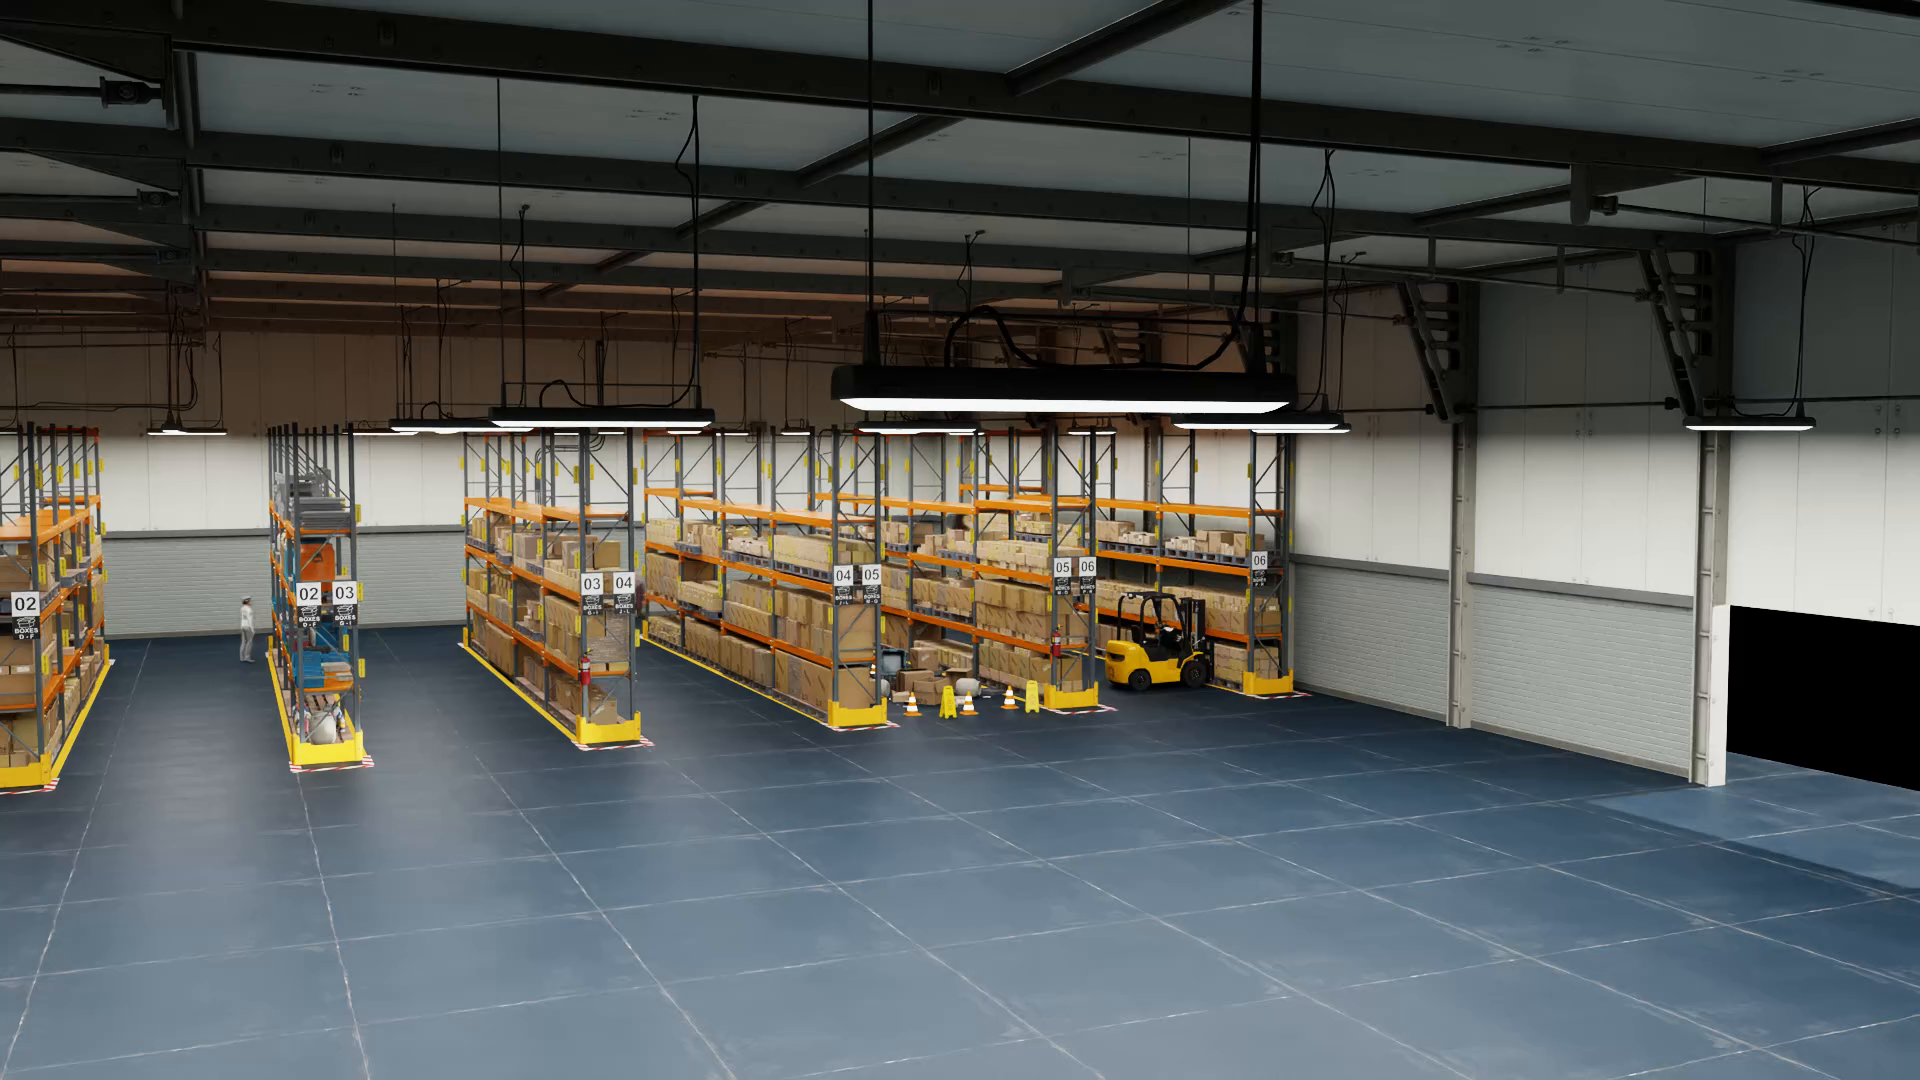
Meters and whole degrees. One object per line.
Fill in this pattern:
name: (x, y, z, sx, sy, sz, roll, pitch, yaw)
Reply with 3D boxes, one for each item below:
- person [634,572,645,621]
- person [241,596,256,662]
person: (-9.618, 1.821, 49.300, 0.602, 1.750, 0.794, 2, 4, 24)
person: (-18.273, 2.287, 42.694, 0.572, 1.721, 0.376, 3, 5, 44)
